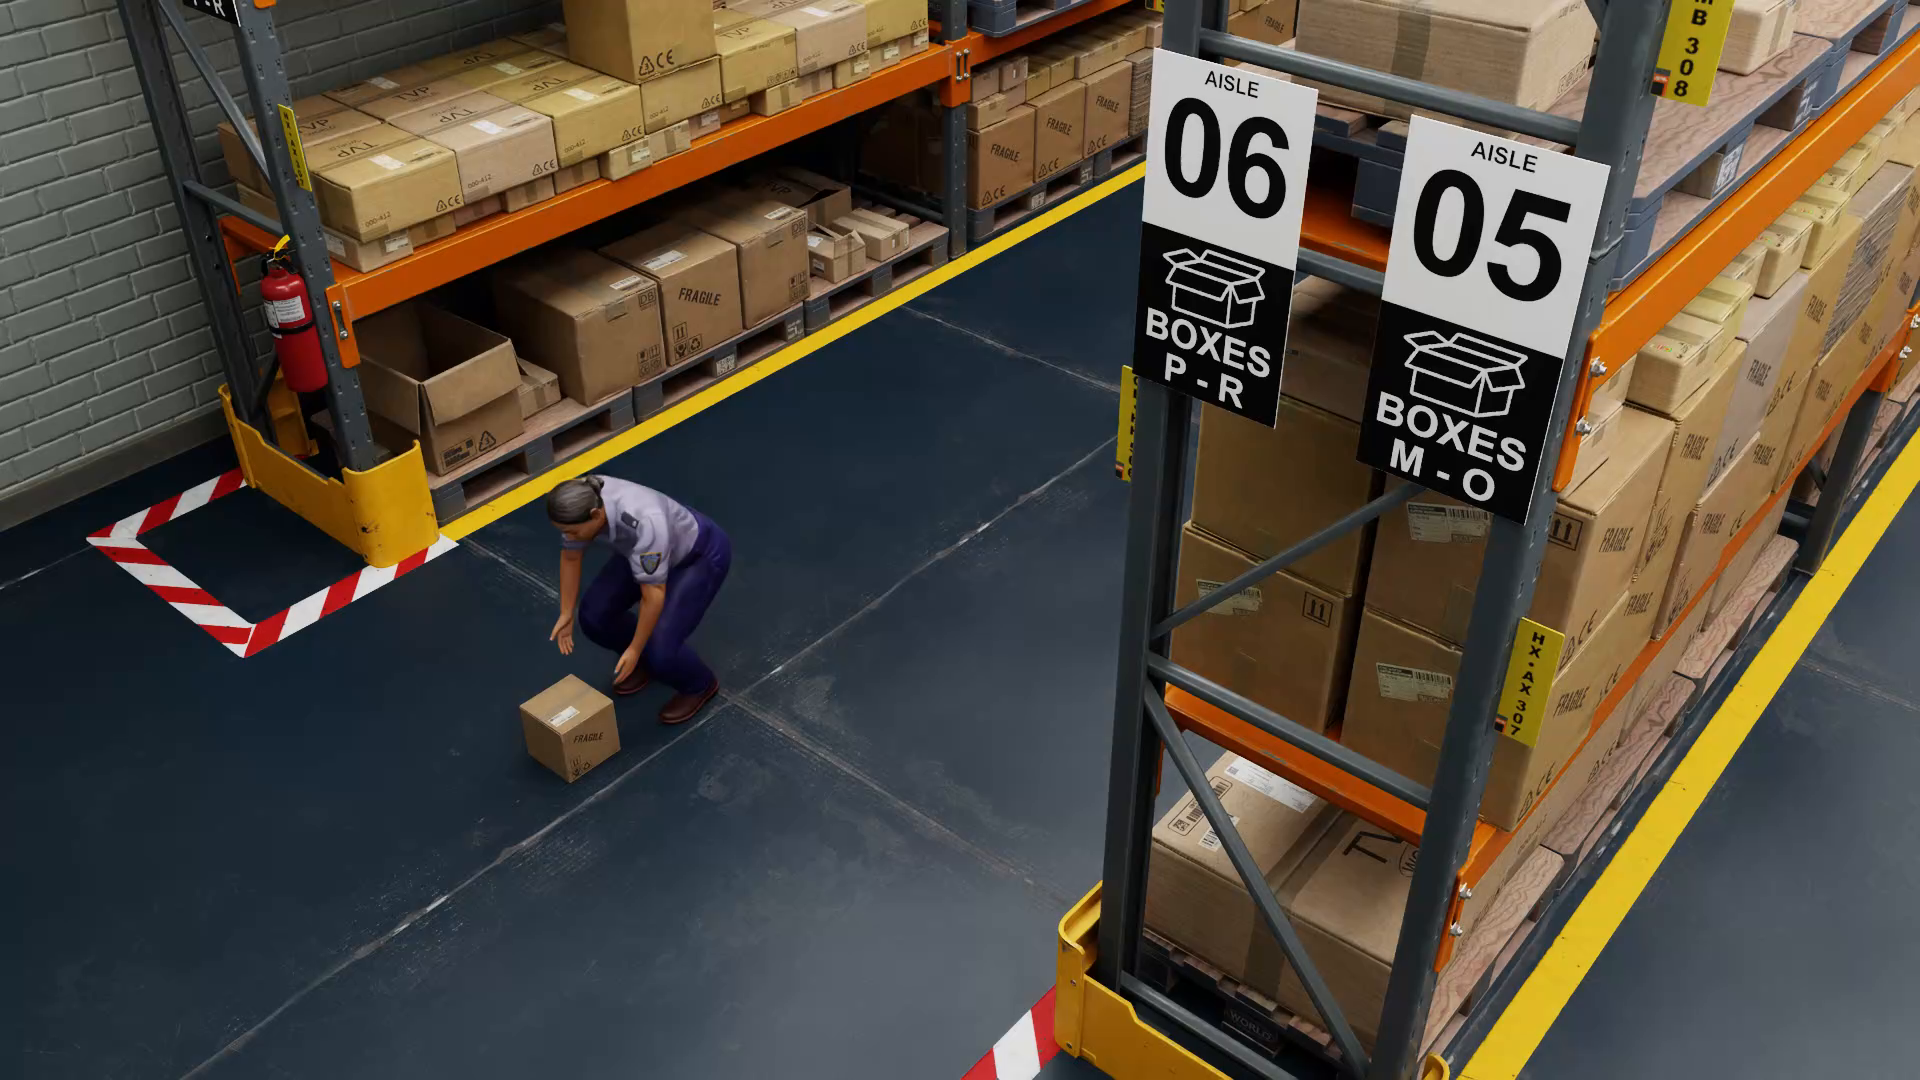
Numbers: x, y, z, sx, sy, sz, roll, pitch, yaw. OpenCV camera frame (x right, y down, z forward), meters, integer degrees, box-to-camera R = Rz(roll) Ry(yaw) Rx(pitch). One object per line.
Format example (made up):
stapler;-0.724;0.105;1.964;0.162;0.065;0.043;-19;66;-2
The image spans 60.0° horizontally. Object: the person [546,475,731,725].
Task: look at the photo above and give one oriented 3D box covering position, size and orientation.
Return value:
person;-1.198;0.163;6.325;0.539;1.198;0.742;26;43;32
